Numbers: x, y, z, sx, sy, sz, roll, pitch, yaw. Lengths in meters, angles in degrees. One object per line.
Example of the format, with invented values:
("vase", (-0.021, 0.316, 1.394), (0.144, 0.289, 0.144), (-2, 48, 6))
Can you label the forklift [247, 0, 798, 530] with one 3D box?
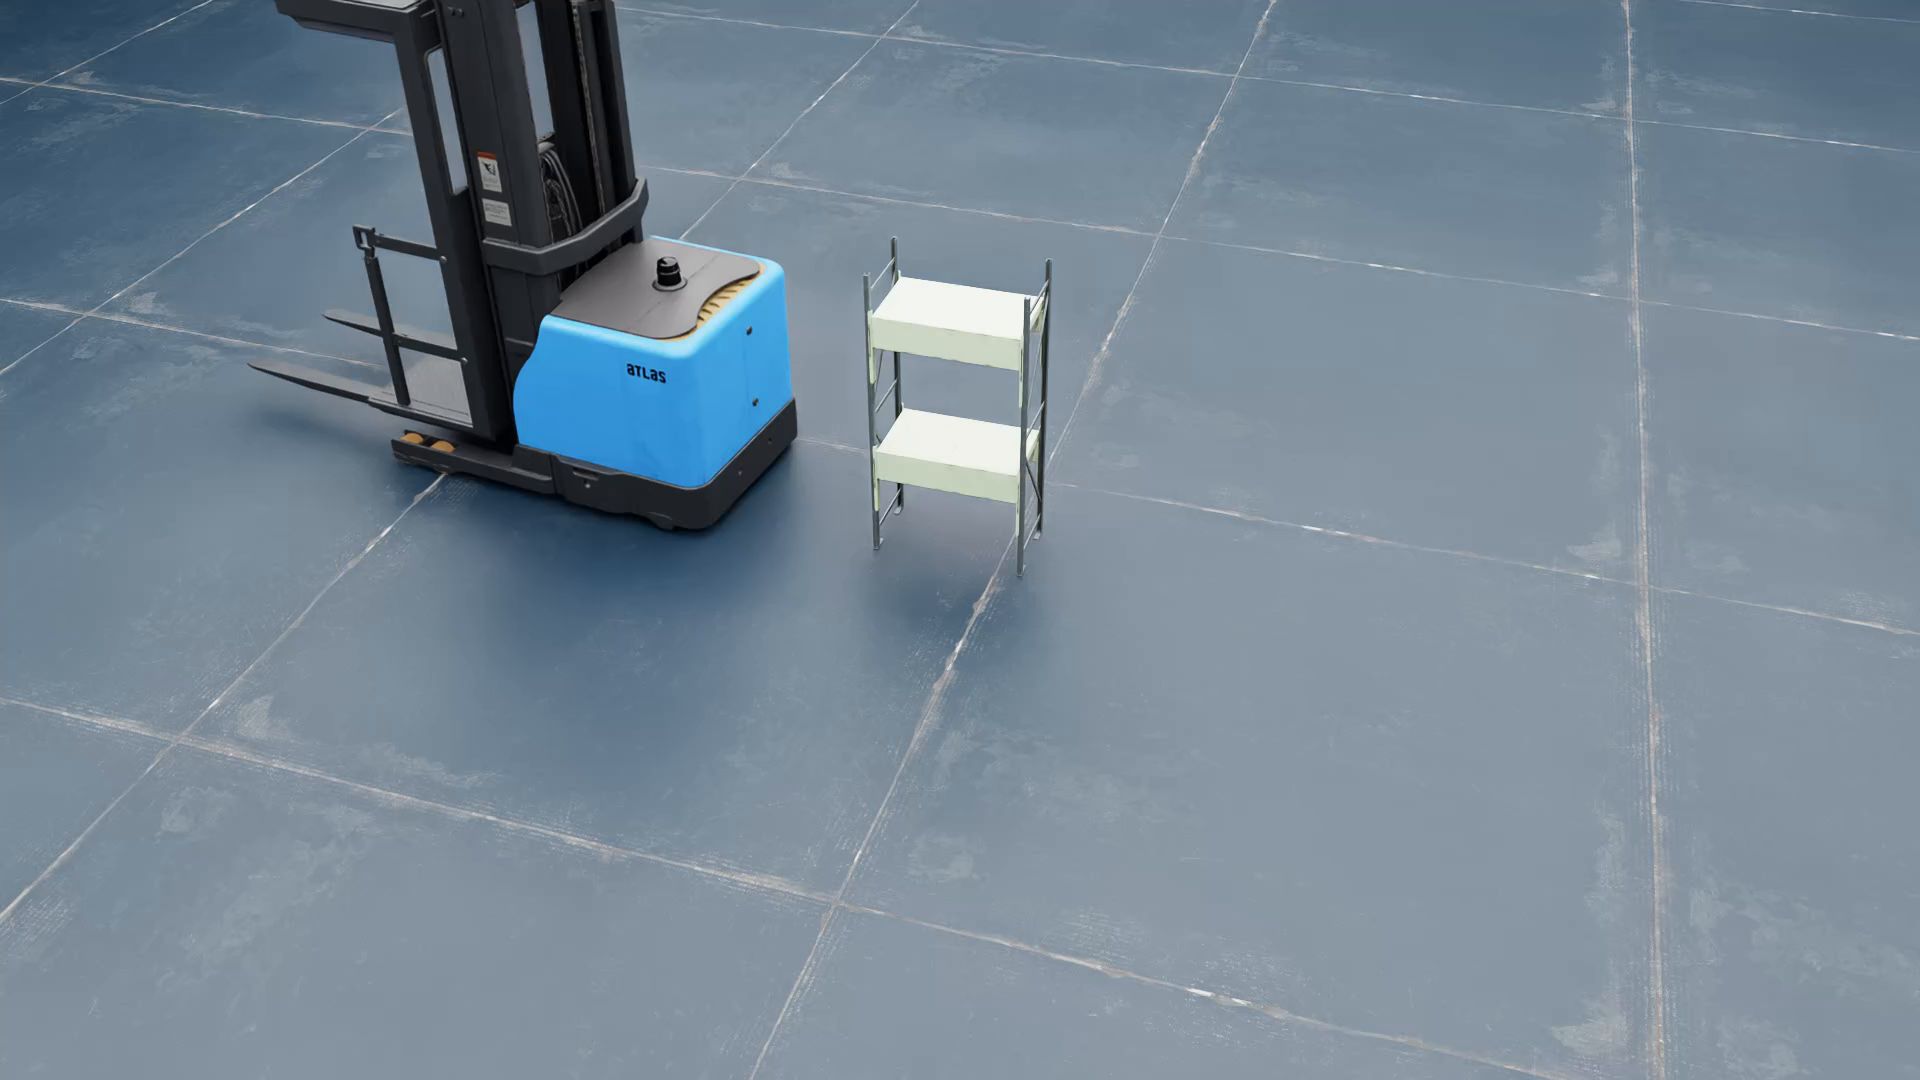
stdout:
("forklift", (-2.431, -1.801, 8.224), (3.031, 2.935, 1.130), (15, 39, 19))

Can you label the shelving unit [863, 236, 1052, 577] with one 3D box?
("shelving unit", (-0.006, -0.605, 7.807), (0.755, 1.500, 0.431), (10, 38, 14))

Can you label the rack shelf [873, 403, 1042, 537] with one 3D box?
("rack shelf", (-0.006, -0.343, 8.000), (0.720, 0.370, 0.431), (10, 38, 14))

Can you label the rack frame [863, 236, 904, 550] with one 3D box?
("rack frame", (-0.356, -0.670, 7.895), (0.023, 1.500, 0.400), (10, 38, 14))

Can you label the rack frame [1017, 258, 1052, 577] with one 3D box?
("rack frame", (0.343, -0.541, 7.719), (0.023, 1.500, 0.400), (10, 38, 14))

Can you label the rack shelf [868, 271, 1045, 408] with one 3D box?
("rack shelf", (-0.006, -0.919, 7.576), (0.720, 0.370, 0.431), (10, 38, 14))
